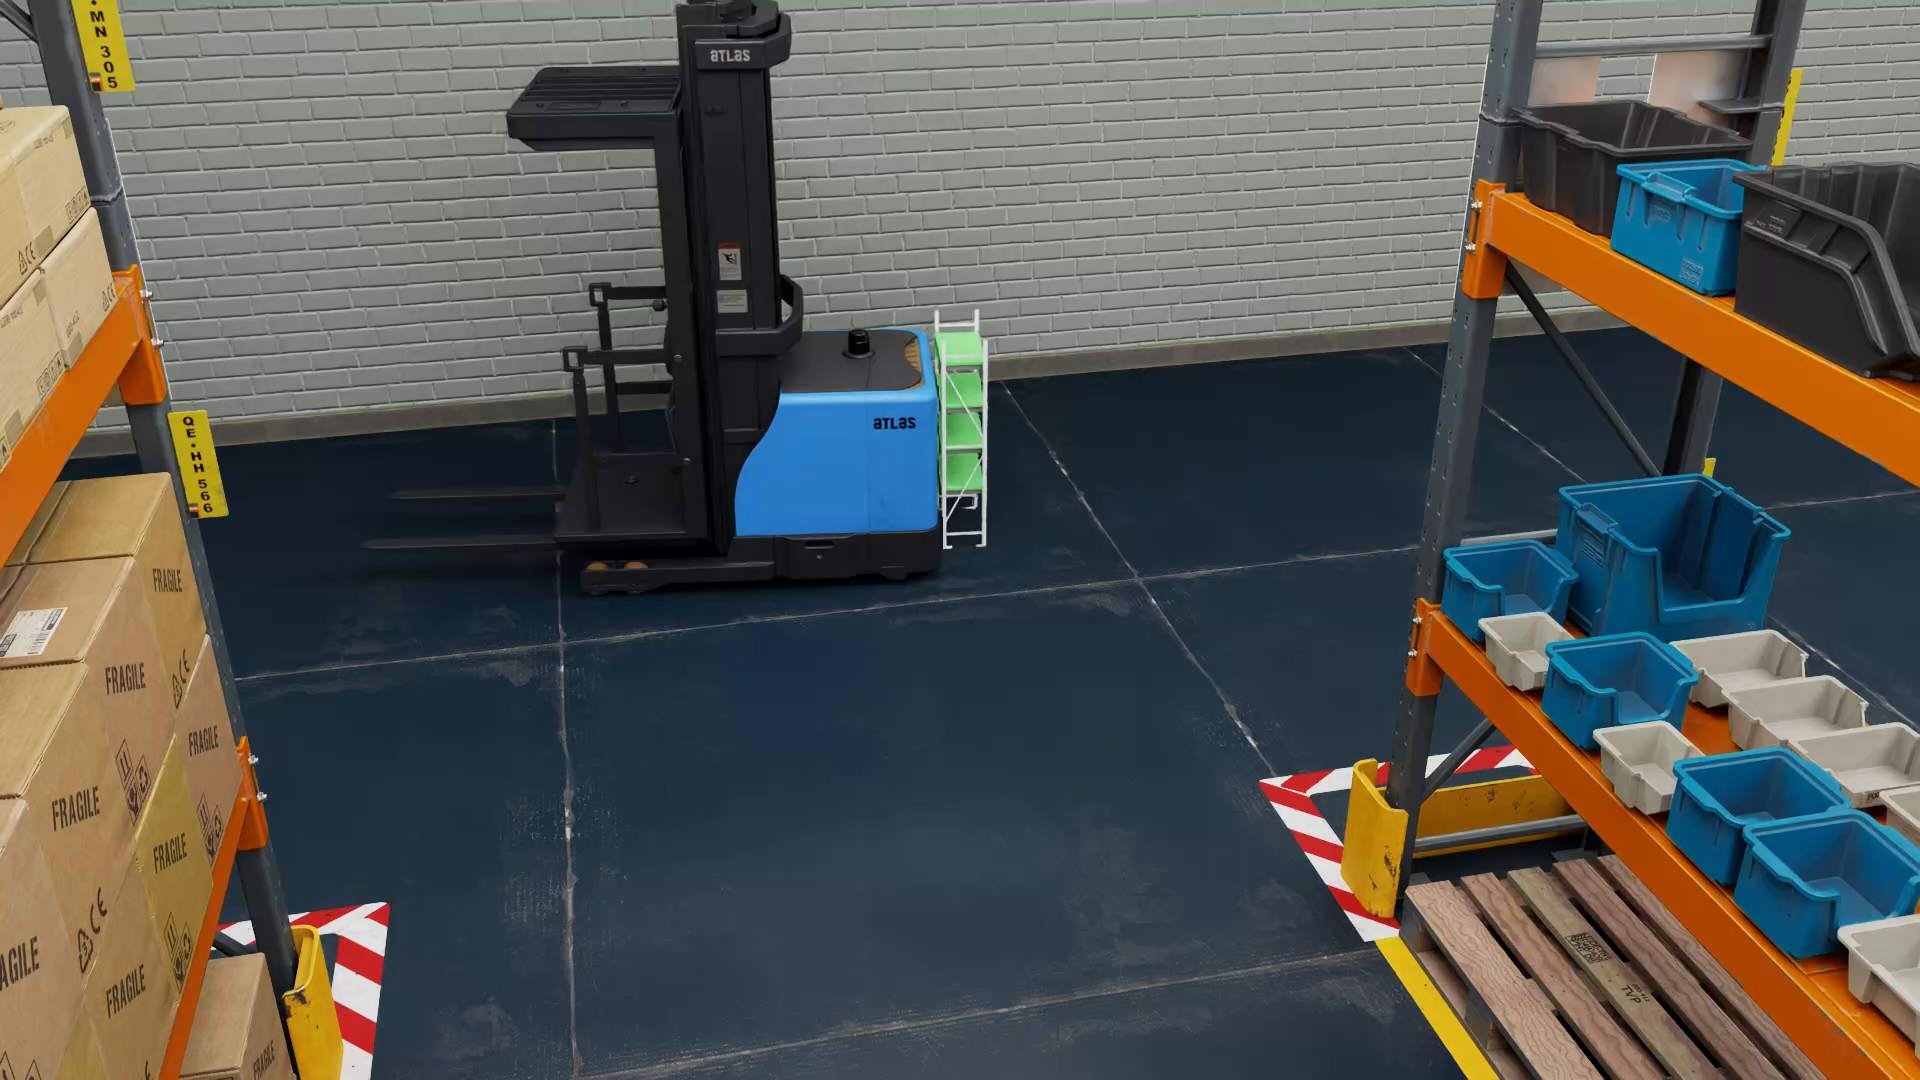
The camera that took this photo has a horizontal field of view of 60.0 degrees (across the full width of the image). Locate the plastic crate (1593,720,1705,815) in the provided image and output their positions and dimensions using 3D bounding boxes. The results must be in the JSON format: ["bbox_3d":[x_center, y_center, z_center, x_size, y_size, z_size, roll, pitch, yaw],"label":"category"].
[{"bbox_3d":[2.007,0.673,4.815,0.250,0.136,0.298,-6,27,-12],"label":"plastic crate"}]

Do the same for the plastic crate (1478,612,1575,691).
[{"bbox_3d":[1.854,0.375,5.405,0.250,0.136,0.298,-6,27,-12],"label":"plastic crate"}]

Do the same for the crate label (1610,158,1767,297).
[{"bbox_3d":[2.021,-0.842,4.425,0.408,0.251,0.502,-6,27,-12],"label":"crate label"}]

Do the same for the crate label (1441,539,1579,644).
[{"bbox_3d":[1.863,0.183,5.678,0.416,0.233,0.303,-6,27,-12],"label":"crate label"}]

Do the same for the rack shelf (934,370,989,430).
[{"bbox_3d":[0.003,-0.764,9.041,0.258,0.148,0.480,-2,27,-4],"label":"rack shelf"}]

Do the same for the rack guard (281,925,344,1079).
[{"bbox_3d":[-2.682,1.643,5.439,1.175,0.500,0.348,-6,27,-12],"label":"rack guard"}]

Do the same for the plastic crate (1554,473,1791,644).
[{"bbox_3d":[2.385,0.078,5.660,0.616,0.435,0.499,-6,27,-12],"label":"plastic crate"}]

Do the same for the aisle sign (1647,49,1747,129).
[{"bbox_3d":[2.397,-1.229,5.471,0.394,0.787,0.004,-6,27,-12],"label":"aisle sign"}]

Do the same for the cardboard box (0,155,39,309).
[{"bbox_3d":[-2.222,-0.582,3.357,0.500,0.250,0.500,-6,27,-12],"label":"cardboard box"}]

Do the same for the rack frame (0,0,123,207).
[{"bbox_3d":[-2.699,-2.184,3.590,1.000,3.000,0.127,-6,27,-12],"label":"rack frame"}]

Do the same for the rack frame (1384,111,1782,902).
[{"bbox_3d":[2.128,-0.007,5.935,1.000,3.000,0.127,-6,27,-12],"label":"rack frame"}]

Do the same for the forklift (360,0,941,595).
[{"bbox_3d":[-1.645,-1.266,8.506,3.031,2.935,1.130,-2,27,-4],"label":"forklift"}]

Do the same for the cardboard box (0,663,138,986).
[{"bbox_3d":[-2.095,0.619,3.473,0.500,0.500,0.500,-5,27,-10],"label":"cardboard box"}]

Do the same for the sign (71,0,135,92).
[{"bbox_3d":[-2.154,-1.288,4.161,0.100,0.325,0.005,-6,27,-12],"label":"sign"}]

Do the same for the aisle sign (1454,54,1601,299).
[{"bbox_3d":[1.822,-1.169,5.352,0.394,0.787,0.004,-6,27,-12],"label":"aisle sign"}]

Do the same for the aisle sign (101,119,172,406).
[{"bbox_3d":[-2.416,-0.727,4.477,0.394,0.787,0.004,-6,27,-12],"label":"aisle sign"}]

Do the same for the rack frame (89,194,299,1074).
[{"bbox_3d":[-2.699,0.494,4.942,1.000,3.000,0.127,-6,27,-12],"label":"rack frame"}]

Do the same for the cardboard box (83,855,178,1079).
[{"bbox_3d":[-2.106,1.066,3.699,0.500,0.500,0.500,-6,27,-11],"label":"cardboard box"}]

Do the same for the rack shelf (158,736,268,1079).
[{"bbox_3d":[-2.248,1.693,3.365,1.077,0.370,4.000,-6,27,-12],"label":"rack shelf"}]

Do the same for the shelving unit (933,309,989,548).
[{"bbox_3d":[0.003,-0.607,9.121,0.258,1.200,0.503,-2,27,-4],"label":"shelving unit"}]

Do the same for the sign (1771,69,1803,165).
[{"bbox_3d":[2.660,-1.363,5.408,0.100,0.325,0.005,-6,27,-12],"label":"sign"}]

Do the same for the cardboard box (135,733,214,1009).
[{"bbox_3d":[-2.213,0.846,4.134,0.500,0.500,0.500,-6,27,-11],"label":"cardboard box"}]

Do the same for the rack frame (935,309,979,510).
[{"bbox_3d":[-0.018,-0.716,9.338,0.240,1.200,0.015,-2,27,-4],"label":"rack frame"}]

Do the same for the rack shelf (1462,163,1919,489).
[{"bbox_3d":[2.578,-0.147,3.682,1.077,0.370,4.000,-6,27,-12],"label":"rack shelf"}]

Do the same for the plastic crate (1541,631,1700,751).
[{"bbox_3d":[2.011,0.472,5.106,0.416,0.233,0.300,-6,27,-12],"label":"plastic crate"}]

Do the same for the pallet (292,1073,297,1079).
[{"bbox_3d":[-2.501,2.122,4.811,1.003,0.211,1.213,-6,27,-12],"label":"pallet"}]

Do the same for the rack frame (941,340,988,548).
[{"bbox_3d":[0.024,-0.497,8.904,0.240,1.200,0.015,-2,27,-4],"label":"rack frame"}]

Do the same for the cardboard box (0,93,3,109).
[{"bbox_3d":[-2.567,-1.112,3.575,0.700,0.500,0.500,-6,27,-12],"label":"cardboard box"}]

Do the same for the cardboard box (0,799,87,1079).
[{"bbox_3d":[-1.979,0.845,3.026,0.500,0.500,0.500,-5,27,-10],"label":"cardboard box"}]

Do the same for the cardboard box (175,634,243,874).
[{"bbox_3d":[-2.333,0.619,4.585,0.500,0.500,0.500,-5,27,-10],"label":"cardboard box"}]

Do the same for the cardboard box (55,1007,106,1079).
[{"bbox_3d":[-1.992,1.287,3.261,0.500,0.500,0.500,-6,27,-12],"label":"cardboard box"}]

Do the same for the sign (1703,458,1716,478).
[{"bbox_3d":[2.660,-0.143,6.023,0.100,0.325,0.005,-6,27,-12],"label":"sign"}]

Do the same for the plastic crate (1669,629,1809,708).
[{"bbox_3d":[2.488,0.423,5.308,0.396,0.136,0.243,-6,27,-12],"label":"plastic crate"}]

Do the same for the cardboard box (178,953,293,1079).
[{"bbox_3d":[-2.337,1.627,4.983,0.500,0.500,0.500,-6,27,-12],"label":"cardboard box"}]

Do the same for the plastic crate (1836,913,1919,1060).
[{"bbox_3d":[2.344,1.106,3.956,0.293,0.136,0.466,-6,27,-12],"label":"plastic crate"}]

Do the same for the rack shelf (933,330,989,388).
[{"bbox_3d":[0.003,-0.978,8.933,0.258,0.148,0.480,-2,27,-4],"label":"rack shelf"}]

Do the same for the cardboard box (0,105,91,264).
[{"bbox_3d":[-2.335,-0.801,3.792,0.500,0.250,0.500,-6,27,-12],"label":"cardboard box"}]

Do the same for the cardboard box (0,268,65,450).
[{"bbox_3d":[-2.224,-0.359,3.469,0.500,0.250,0.500,-6,27,-12],"label":"cardboard box"}]

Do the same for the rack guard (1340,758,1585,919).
[{"bbox_3d":[2.110,1.100,6.517,1.175,0.500,0.348,-6,27,-12],"label":"rack guard"}]

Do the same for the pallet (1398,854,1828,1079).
[{"bbox_3d":[2.276,1.604,5.838,1.003,0.211,1.213,-6,27,-12],"label":"pallet"}]

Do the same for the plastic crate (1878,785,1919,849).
[{"bbox_3d":[2.710,0.800,4.562,0.298,0.136,0.250,-6,27,-12],"label":"plastic crate"}]

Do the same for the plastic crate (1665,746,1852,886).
[{"bbox_3d":[2.159,0.761,4.533,0.416,0.233,0.300,-6,27,-12],"label":"plastic crate"}]

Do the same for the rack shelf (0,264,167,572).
[{"bbox_3d":[-2.248,0.354,2.689,1.077,0.370,4.000,-6,27,-12],"label":"rack shelf"}]

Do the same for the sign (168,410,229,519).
[{"bbox_3d":[-2.154,-0.211,4.704,0.100,0.325,0.005,-6,27,-12],"label":"sign"}]

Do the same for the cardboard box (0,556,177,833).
[{"bbox_3d":[-2.216,0.392,3.923,0.500,0.500,0.500,-5,27,-10],"label":"cardboard box"}]

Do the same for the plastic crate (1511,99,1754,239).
[{"bbox_3d":[1.943,-1.091,4.898,0.497,0.269,0.590,-6,27,-12],"label":"plastic crate"}]

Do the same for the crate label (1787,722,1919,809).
[{"bbox_3d":[2.626,0.672,4.816,0.396,0.136,0.243,-6,27,-12],"label":"crate label"}]

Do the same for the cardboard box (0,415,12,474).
[{"bbox_3d":[-2.099,-0.140,3.037,0.500,0.250,0.500,-6,27,-12],"label":"cardboard box"}]

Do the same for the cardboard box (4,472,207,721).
[{"bbox_3d":[-2.331,0.171,4.362,0.500,0.500,0.500,-6,27,-12],"label":"cardboard box"}]

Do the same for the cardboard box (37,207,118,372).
[{"bbox_3d":[-2.326,-0.579,3.906,0.500,0.250,0.500,-6,27,-12],"label":"cardboard box"}]

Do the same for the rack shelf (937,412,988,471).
[{"bbox_3d":[0.003,-0.550,9.150,0.258,0.148,0.480,-2,27,-4],"label":"rack shelf"}]

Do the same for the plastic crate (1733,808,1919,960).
[{"bbox_3d":[2.227,0.892,4.272,0.416,0.233,0.300,-6,27,-12],"label":"plastic crate"}]

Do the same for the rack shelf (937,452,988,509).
[{"bbox_3d":[0.003,-0.336,9.258,0.258,0.148,0.480,-2,27,-4],"label":"rack shelf"}]

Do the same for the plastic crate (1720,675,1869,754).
[{"bbox_3d":[2.539,0.552,5.053,0.396,0.136,0.243,-6,27,-12],"label":"plastic crate"}]

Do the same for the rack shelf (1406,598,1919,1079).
[{"bbox_3d":[2.578,1.192,4.358,1.077,0.370,4.000,-6,27,-12],"label":"rack shelf"}]

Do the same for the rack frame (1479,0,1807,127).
[{"bbox_3d":[2.128,-2.685,4.583,1.000,3.000,0.127,-6,27,-12],"label":"rack frame"}]

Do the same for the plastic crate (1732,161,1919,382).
[{"bbox_3d":[2.204,-0.620,3.889,0.504,0.338,0.767,-6,27,-12],"label":"plastic crate"}]
